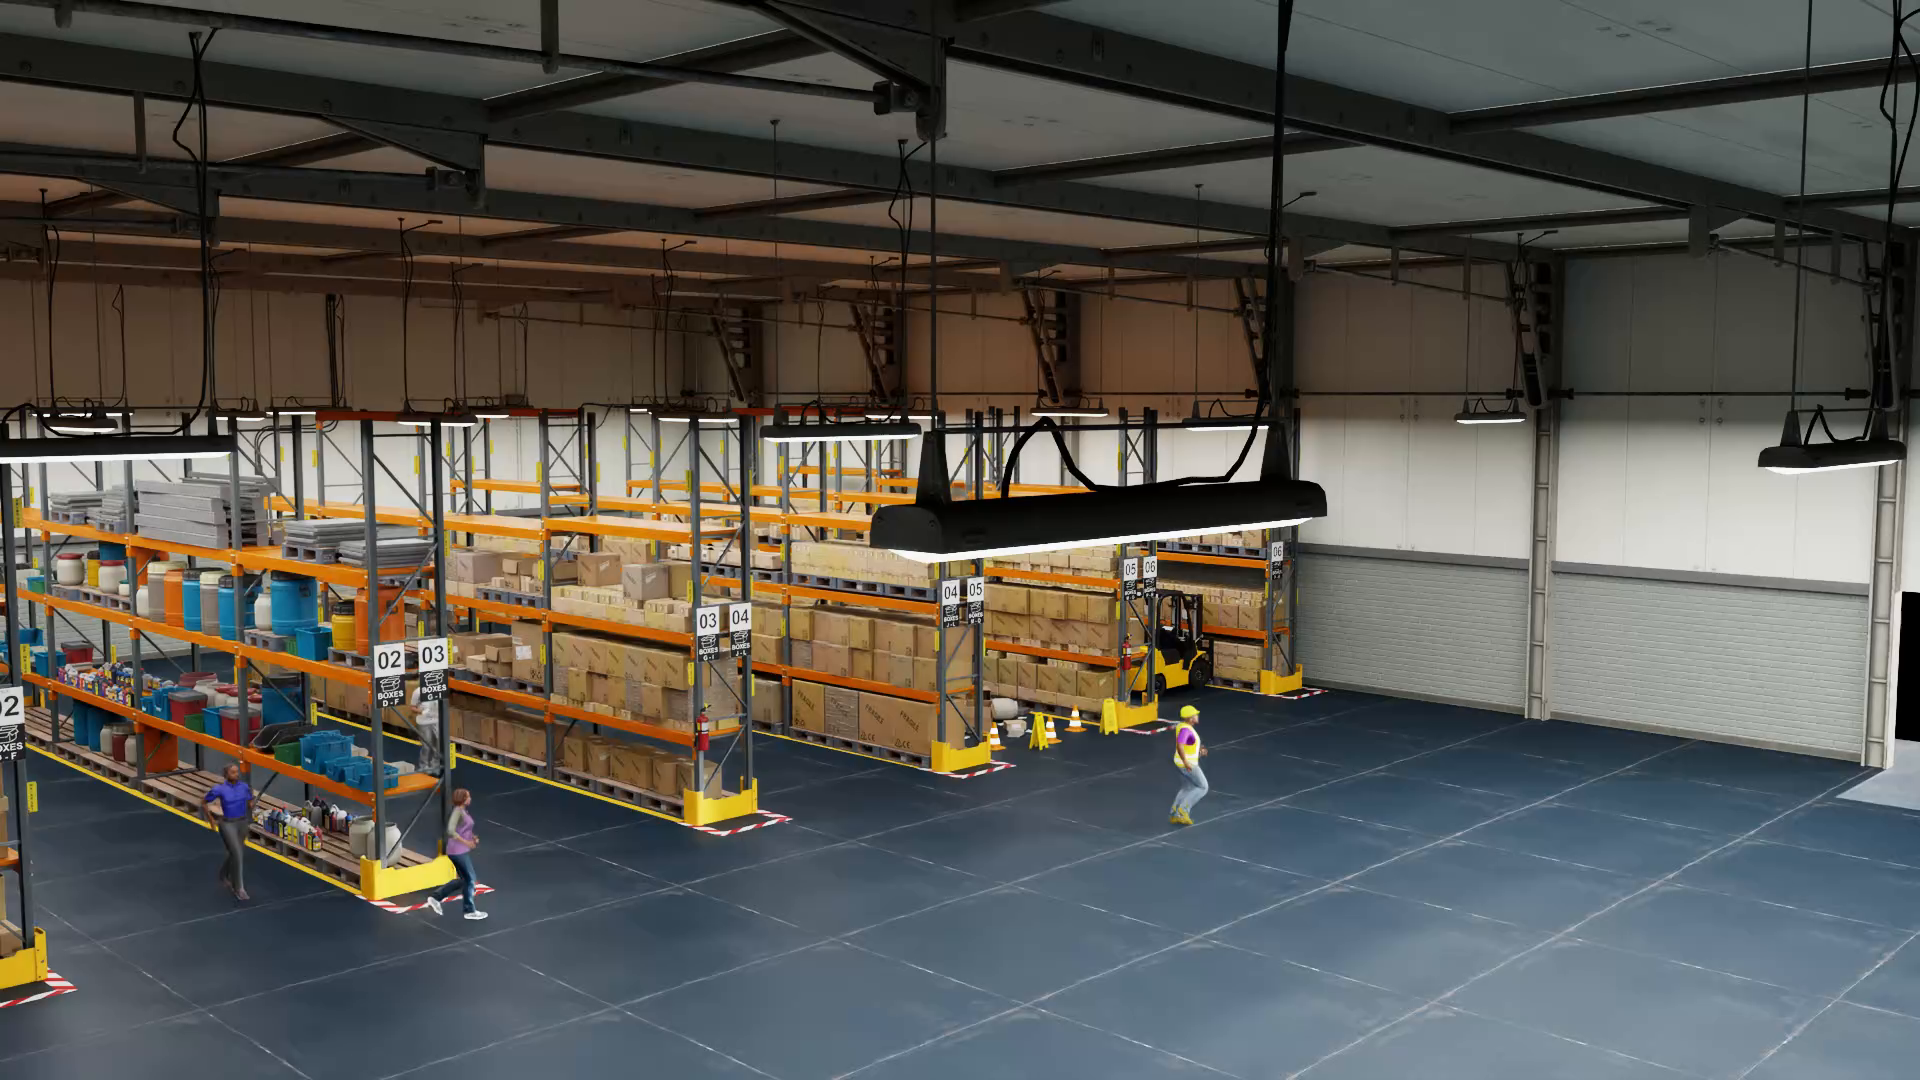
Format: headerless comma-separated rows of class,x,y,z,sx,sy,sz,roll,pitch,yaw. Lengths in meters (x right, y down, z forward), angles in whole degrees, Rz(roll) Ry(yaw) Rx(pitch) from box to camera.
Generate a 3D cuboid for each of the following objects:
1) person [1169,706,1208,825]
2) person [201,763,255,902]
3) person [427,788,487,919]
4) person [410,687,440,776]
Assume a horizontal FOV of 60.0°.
person,3.384,3.296,24.432,0.633,1.736,0.700,-1,5,-10
person,-9.156,3.653,20.919,0.777,1.718,0.547,3,6,28
person,-6.078,3.780,20.073,0.699,1.570,0.602,-1,5,-13
person,-8.712,3.028,27.381,0.675,1.777,0.671,5,7,44
